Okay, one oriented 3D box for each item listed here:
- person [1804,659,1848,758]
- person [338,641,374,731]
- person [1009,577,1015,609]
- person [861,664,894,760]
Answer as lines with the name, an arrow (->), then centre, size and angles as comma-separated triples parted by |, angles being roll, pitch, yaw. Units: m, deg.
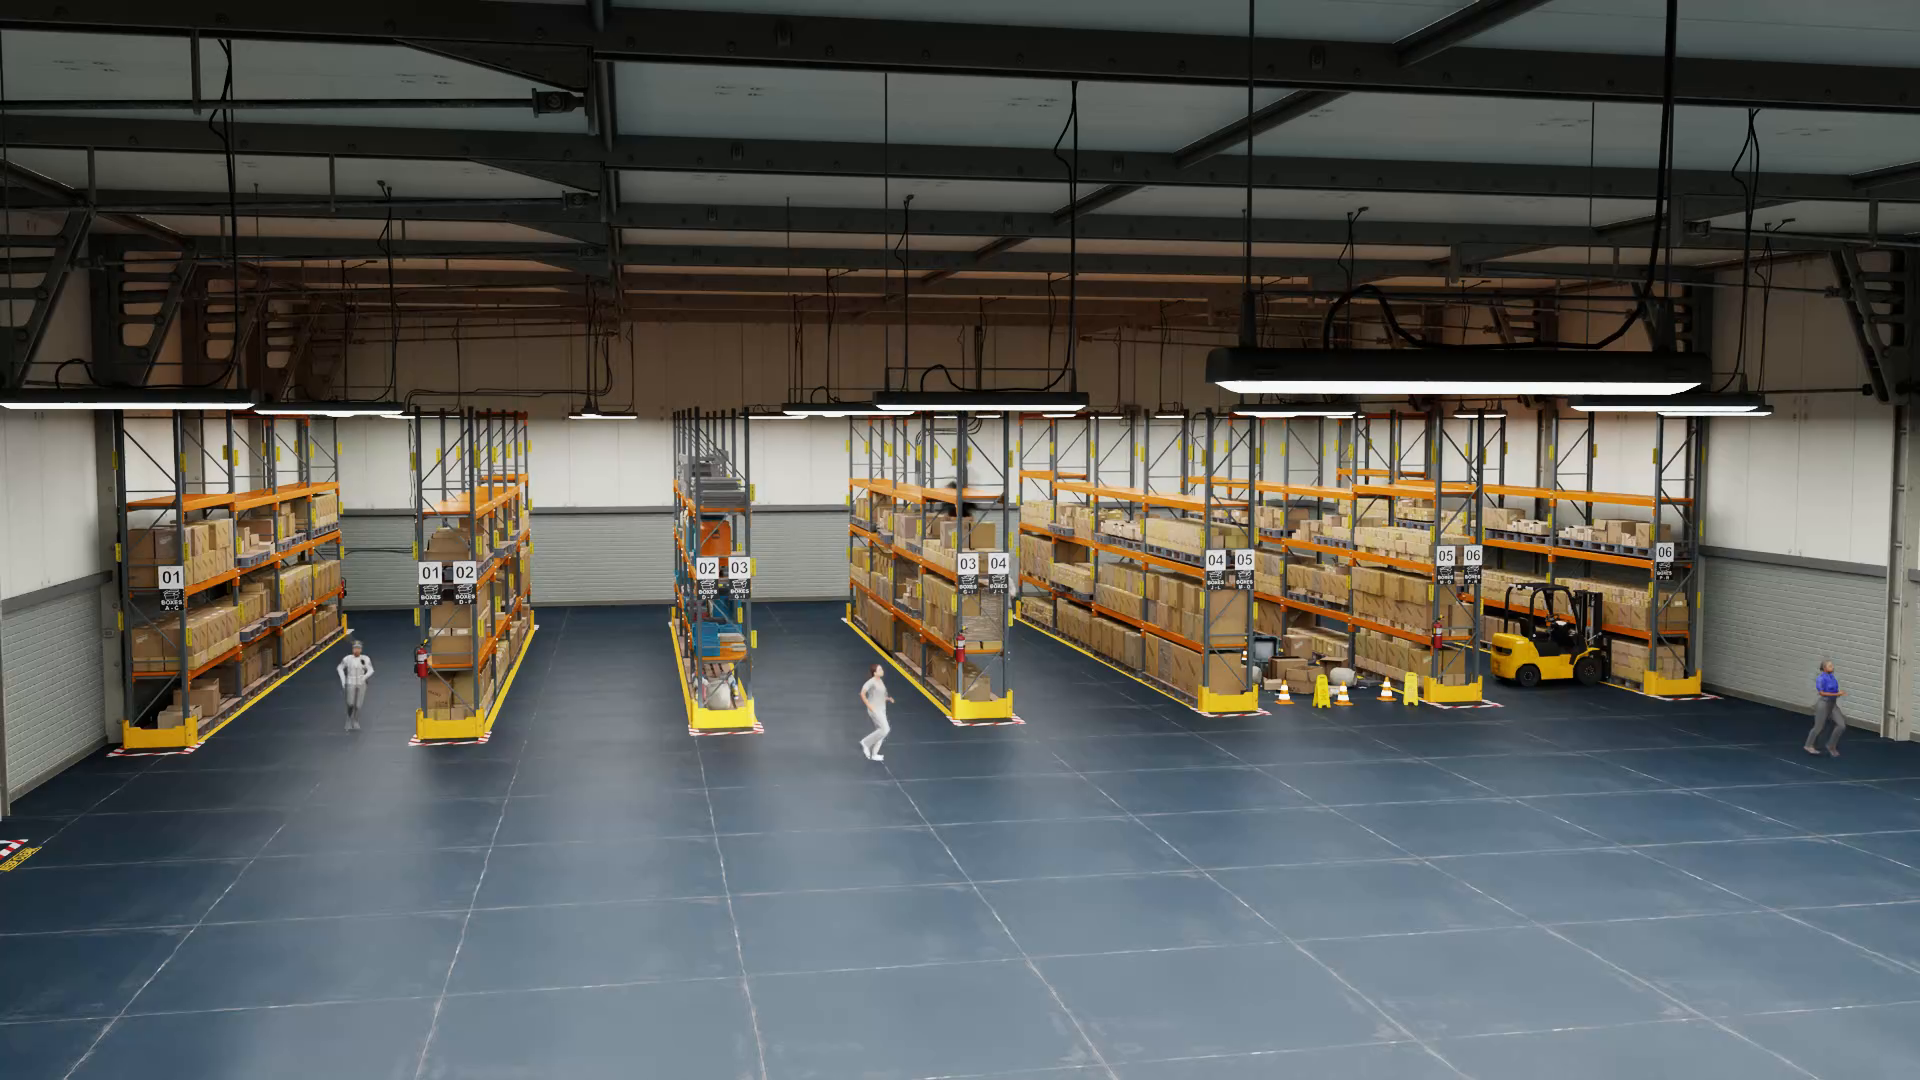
person -> 14.813, 2.899, 28.378 | 0.564, 1.701, 0.712 | -2, 5, -28
person -> -11.193, 2.698, 30.850 | 0.617, 1.677, 0.631 | -2, 4, -25
person -> 1.160, 1.644, 45.256 | 0.717, 1.740, 0.570 | 0, 4, -5
person -> -1.386, 2.904, 28.108 | 0.527, 1.637, 0.609 | 2, 4, 22
